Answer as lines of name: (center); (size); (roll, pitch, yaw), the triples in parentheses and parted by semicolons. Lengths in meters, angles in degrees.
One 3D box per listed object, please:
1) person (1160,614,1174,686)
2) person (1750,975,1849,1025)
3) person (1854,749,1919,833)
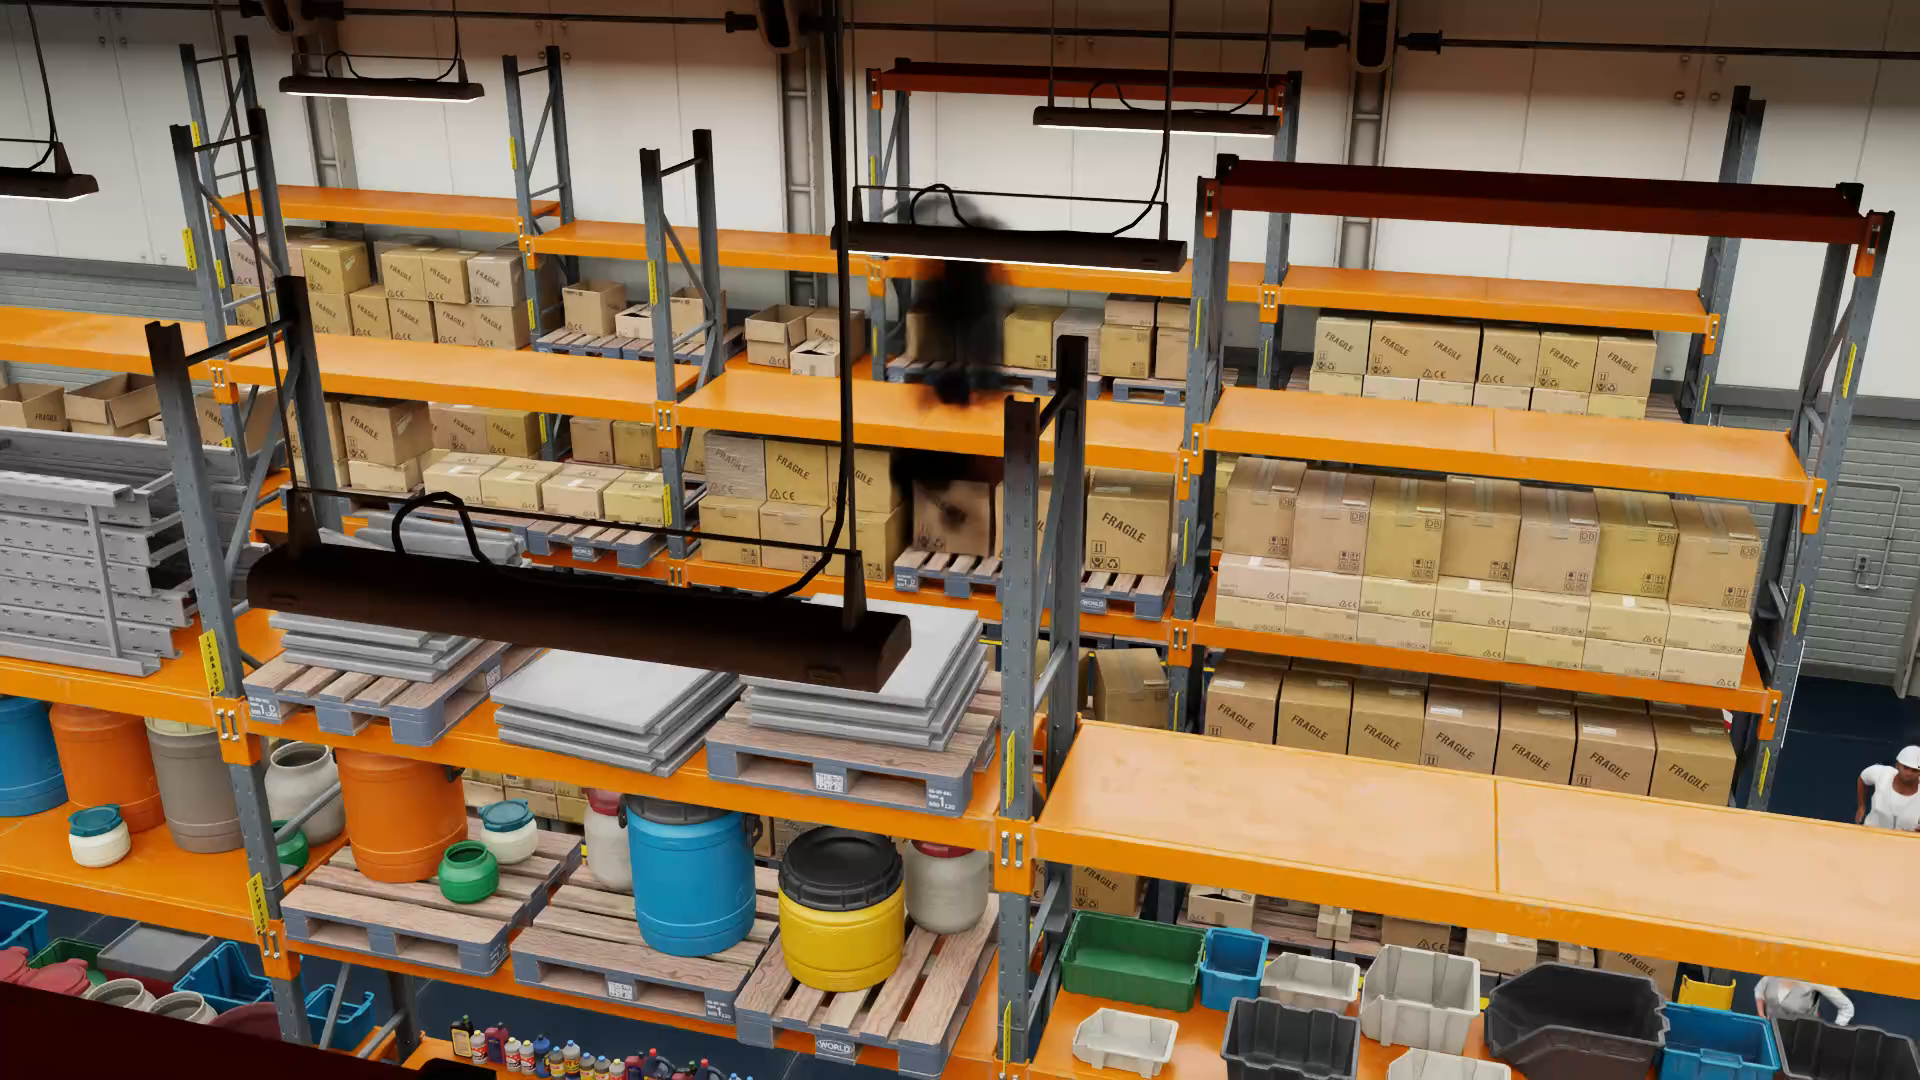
person: (1.963, 1.373, 14.609); (0.724, 1.657, 0.564); (5, 23, 12)
person: (5.386, 3.276, 10.837); (0.858, 1.576, 0.570); (-11, 25, -25)
person: (7.193, 2.380, 12.789); (0.652, 1.793, 1.135); (11, 25, 24)
